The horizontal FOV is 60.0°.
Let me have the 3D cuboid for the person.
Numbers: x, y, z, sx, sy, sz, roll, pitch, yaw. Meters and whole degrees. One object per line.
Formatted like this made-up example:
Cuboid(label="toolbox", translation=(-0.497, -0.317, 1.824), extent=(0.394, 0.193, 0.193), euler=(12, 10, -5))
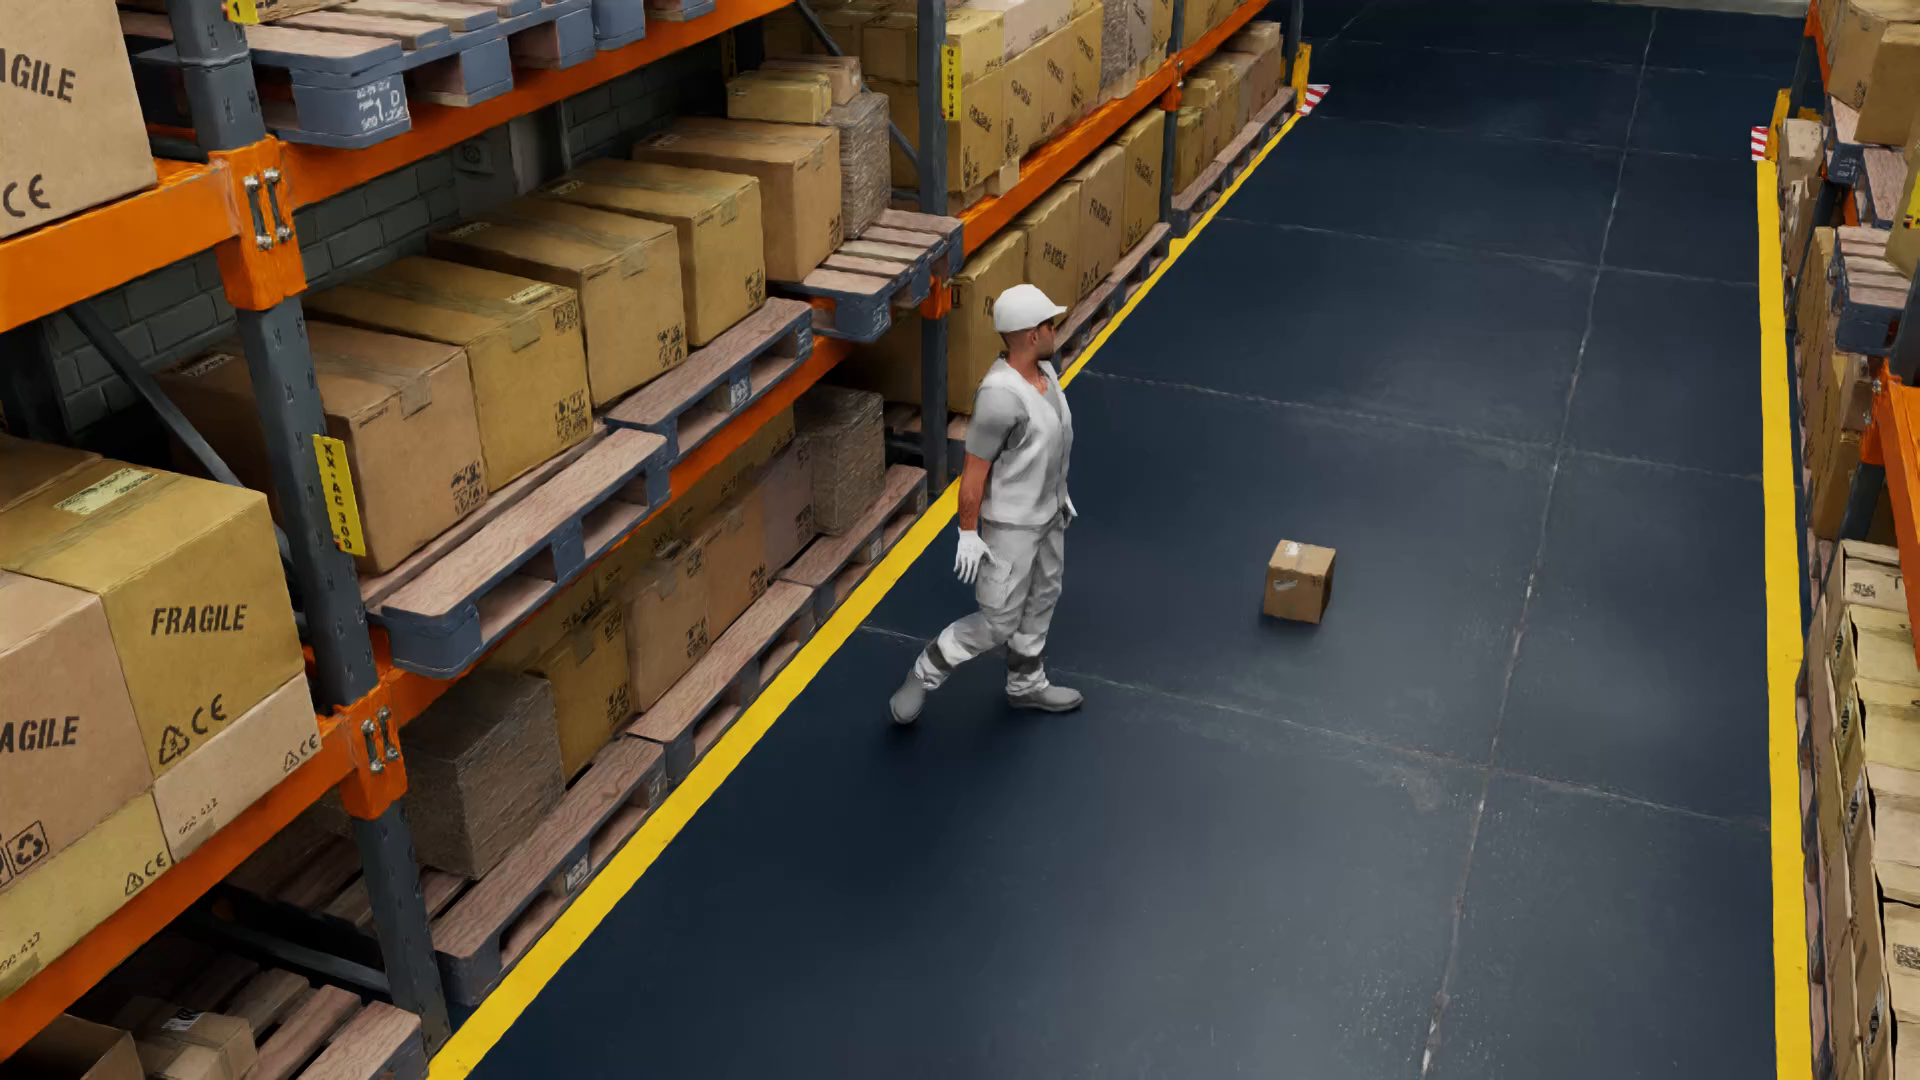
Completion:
Cuboid(label="person", translation=(0.130, -0.081, 6.252), extent=(0.625, 1.787, 0.737), euler=(13, 32, 22))
